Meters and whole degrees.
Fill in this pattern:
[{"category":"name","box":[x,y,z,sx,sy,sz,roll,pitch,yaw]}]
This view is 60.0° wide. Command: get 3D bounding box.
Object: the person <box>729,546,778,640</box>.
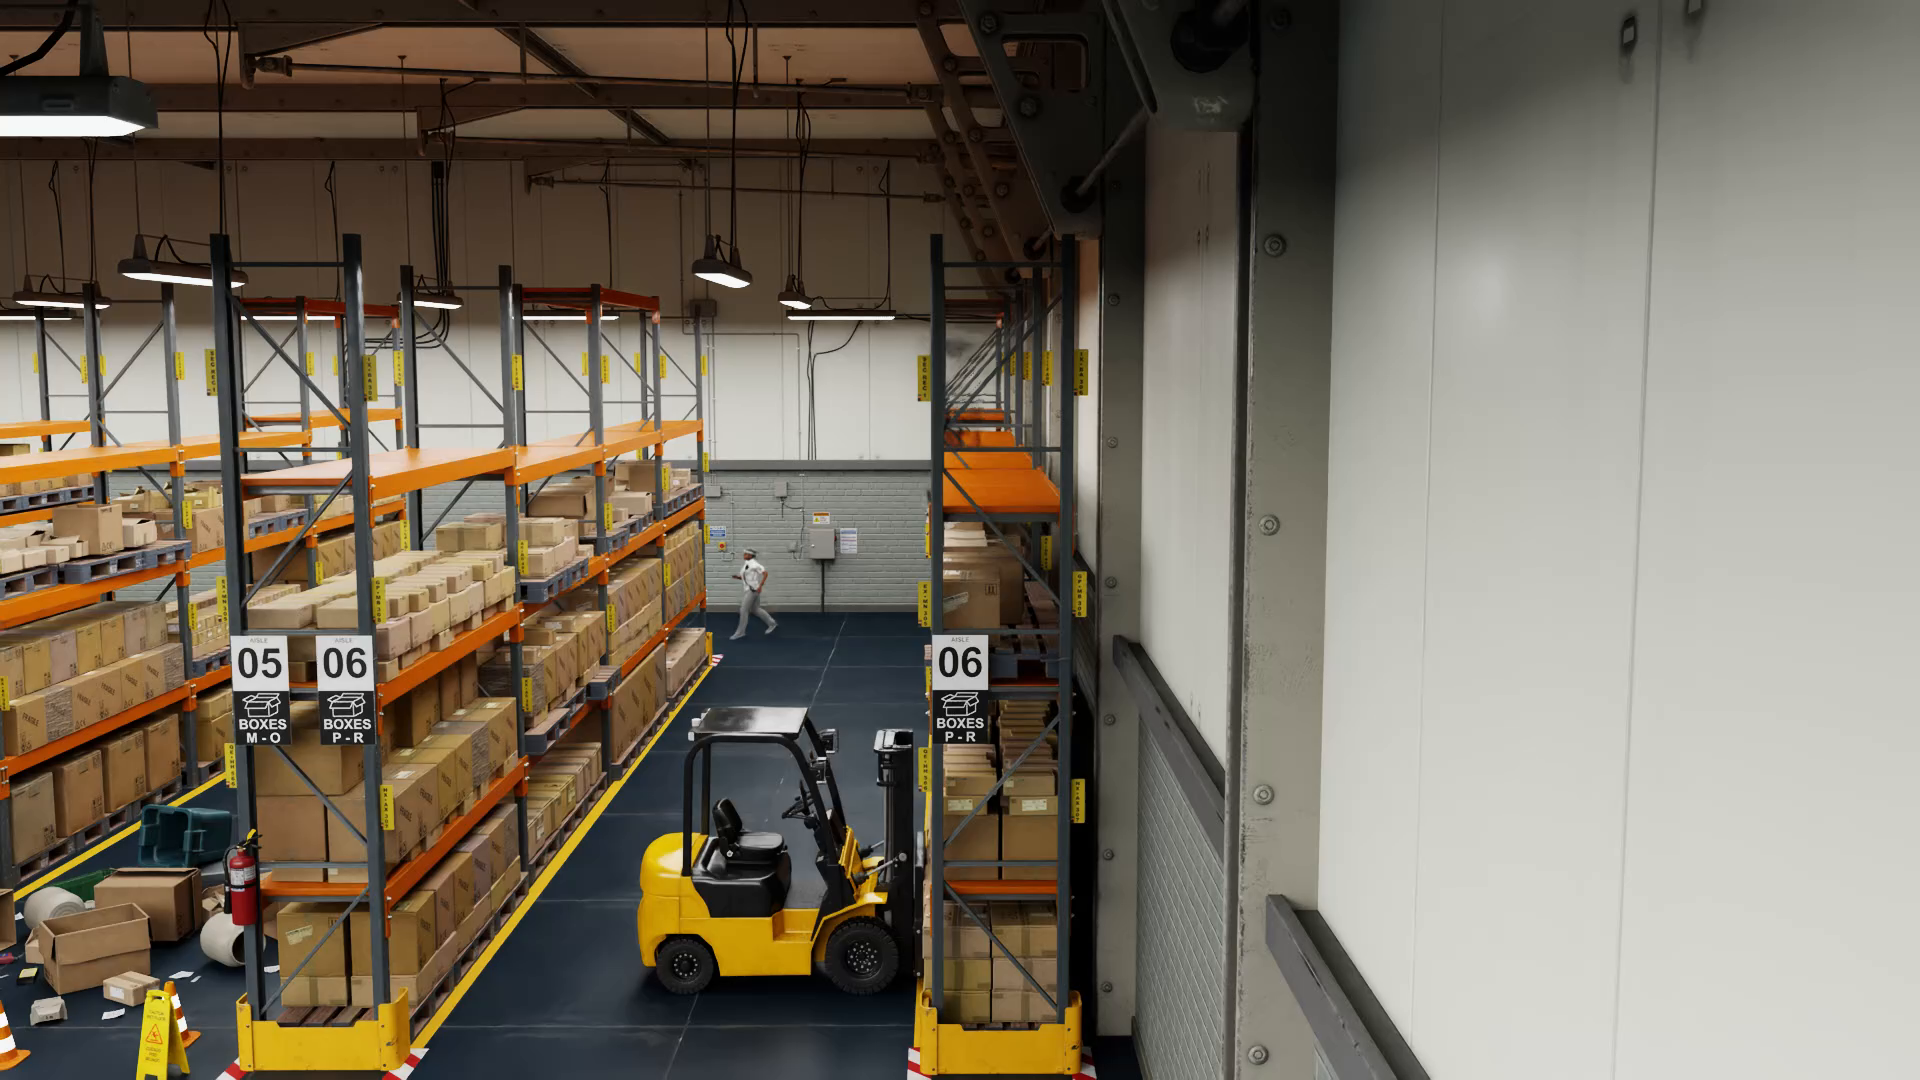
[{"category":"person","box":[-3.774,0.949,30.360,0.929,1.699,0.566,-2,7,-19]}]
